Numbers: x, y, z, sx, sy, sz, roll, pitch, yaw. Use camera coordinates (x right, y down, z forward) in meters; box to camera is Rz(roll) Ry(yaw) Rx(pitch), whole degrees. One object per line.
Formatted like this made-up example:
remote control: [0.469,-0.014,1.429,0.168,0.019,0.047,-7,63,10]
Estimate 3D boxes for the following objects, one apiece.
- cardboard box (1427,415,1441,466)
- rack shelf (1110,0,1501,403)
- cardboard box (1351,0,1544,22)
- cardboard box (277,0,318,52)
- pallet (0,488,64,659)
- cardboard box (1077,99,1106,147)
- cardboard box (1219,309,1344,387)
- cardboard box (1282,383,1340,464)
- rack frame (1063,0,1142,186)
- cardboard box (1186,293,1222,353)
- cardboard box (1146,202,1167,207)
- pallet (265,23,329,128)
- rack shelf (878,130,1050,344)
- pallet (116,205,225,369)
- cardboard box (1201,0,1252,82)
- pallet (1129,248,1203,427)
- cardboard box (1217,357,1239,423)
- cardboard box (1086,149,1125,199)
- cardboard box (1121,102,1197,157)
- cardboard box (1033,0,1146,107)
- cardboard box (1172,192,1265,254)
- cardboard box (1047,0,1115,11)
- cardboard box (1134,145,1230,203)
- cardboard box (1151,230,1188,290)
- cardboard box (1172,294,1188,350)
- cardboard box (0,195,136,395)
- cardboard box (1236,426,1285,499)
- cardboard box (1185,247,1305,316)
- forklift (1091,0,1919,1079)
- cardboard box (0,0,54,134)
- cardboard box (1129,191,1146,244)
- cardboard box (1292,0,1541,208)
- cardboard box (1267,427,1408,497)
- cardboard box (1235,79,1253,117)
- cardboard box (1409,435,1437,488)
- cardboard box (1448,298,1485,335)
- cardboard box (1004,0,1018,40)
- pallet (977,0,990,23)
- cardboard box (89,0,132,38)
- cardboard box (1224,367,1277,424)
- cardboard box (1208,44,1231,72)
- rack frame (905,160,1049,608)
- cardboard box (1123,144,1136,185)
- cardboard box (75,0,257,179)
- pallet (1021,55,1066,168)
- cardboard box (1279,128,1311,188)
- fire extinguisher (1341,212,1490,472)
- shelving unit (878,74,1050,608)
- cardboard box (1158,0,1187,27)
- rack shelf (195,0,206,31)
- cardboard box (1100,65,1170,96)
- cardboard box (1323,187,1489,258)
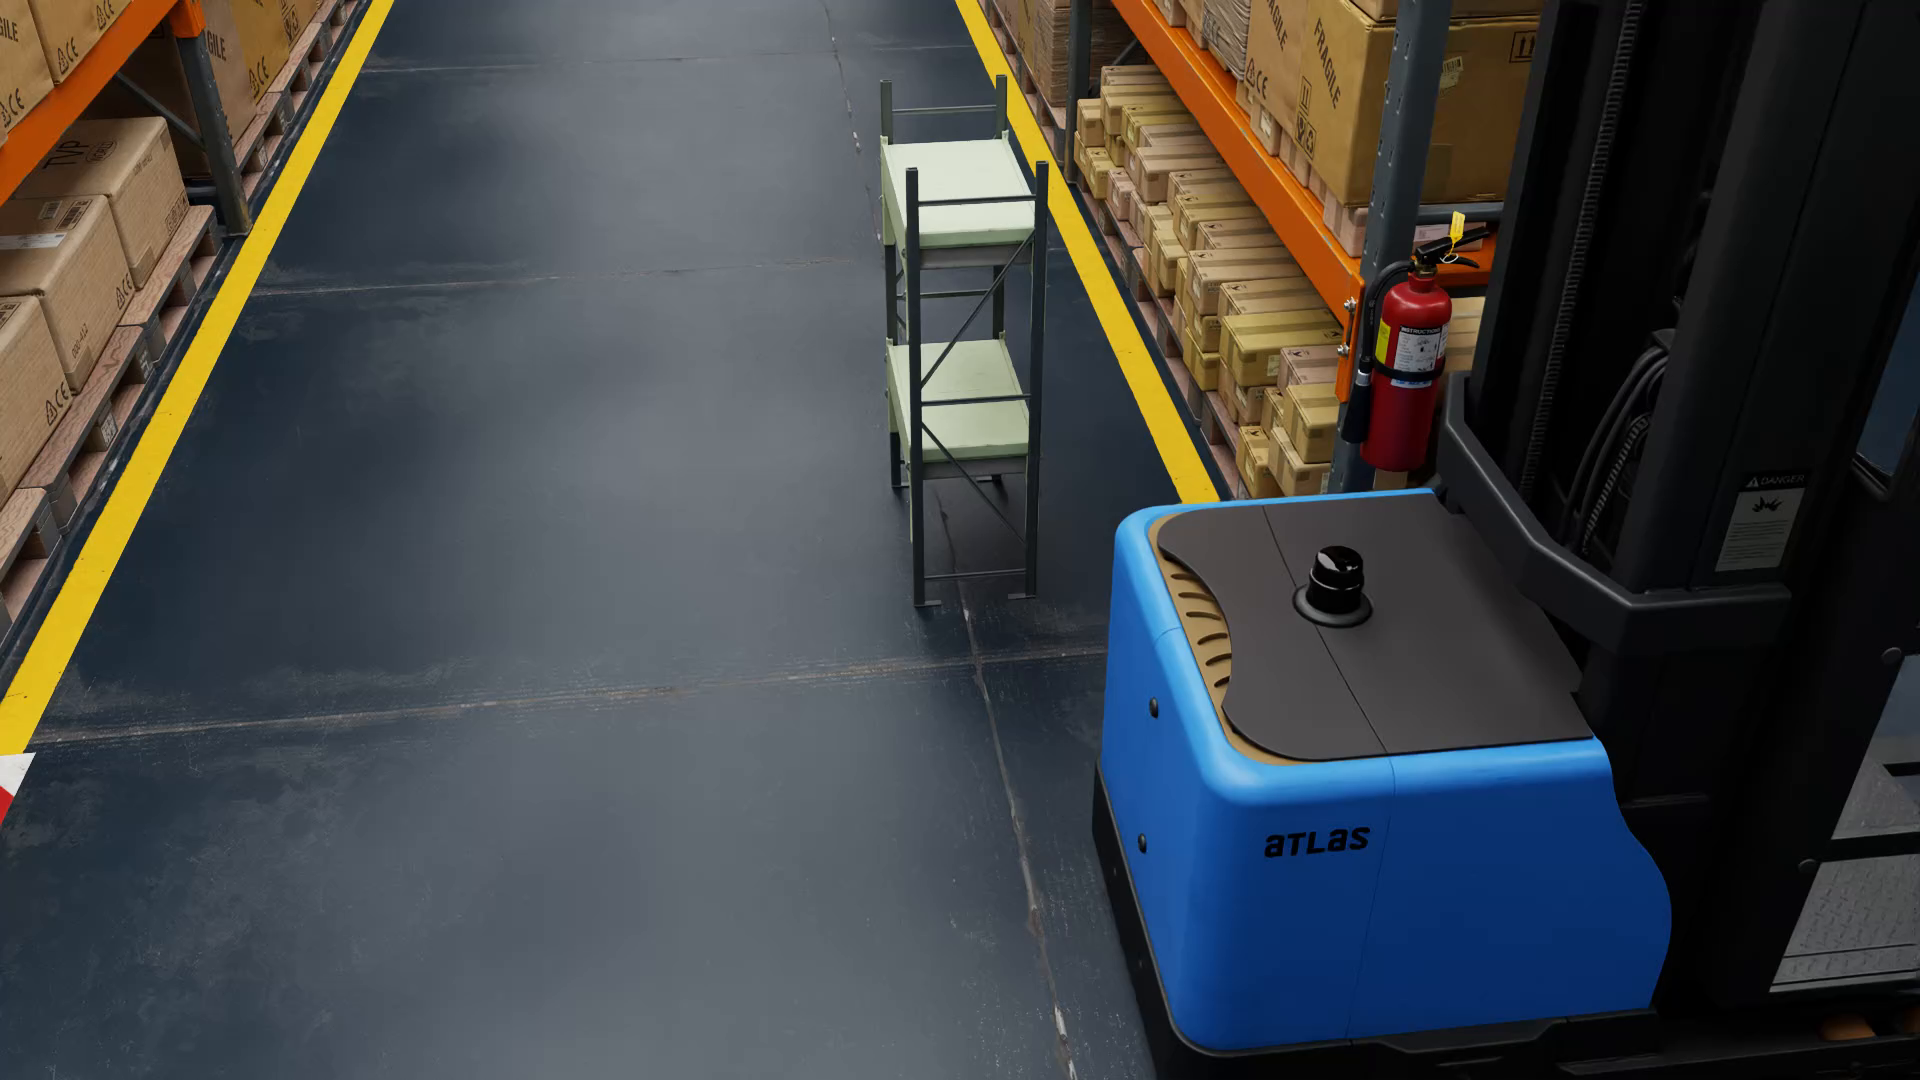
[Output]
cardboard box: [1.752,-0.291,5.408,0.380,0.149,0.250,-3,34,-4]
rack shelf: [1.299,-1.680,6.190,1.077,0.370,4.000,-4,35,-6]
cardboard box: [1.260,-1.675,4.303,0.500,0.500,0.500,-5,35,-7]
cardboard box: [-4.273,-3.300,9.442,0.875,0.875,0.875,-4,34,-6]
pallet: [-3.509,0.283,5.148,1.003,0.211,1.213,-4,35,-6]
cardboard box: [0.762,-1.985,7.893,0.380,0.149,0.250,-3,34,-4]
cardboard box: [1.108,-0.658,5.682,0.380,0.149,0.250,-5,35,-7]
cardboard box: [1.246,-0.378,5.272,0.380,0.149,0.250,-4,34,-6]
rack frame: [1.030,-3.093,7.625,1.000,3.000,0.127,-4,35,-6]
cardboard box: [1.060,-0.830,6.199,0.380,0.149,0.250,-4,34,-6]
cardboard box: [1.000,-1.411,7.051,0.380,0.149,0.250,-3,34,-4]
pallet: [-4.207,-2.617,9.402,1.003,0.211,1.213,-4,35,-6]
rack shelf: [-0.001,-0.946,5.113,0.431,0.370,0.720,-4,35,-6]
pallet: [-3.837,-1.079,7.146,1.003,0.211,1.213,-4,35,-6]
cardboard box: [1.111,-1.826,5.413,0.500,0.500,0.500,-4,35,-6]
pallet: [1.323,-0.886,6.863,1.003,0.211,1.213,-4,35,-6]
cardboard box: [1.159,-0.561,6.068,0.380,0.149,0.250,-4,34,-6]
cardboard box: [0.796,-1.712,7.758,0.380,0.149,0.250,-3,34,-5]
cardboard box: [0.932,-1.831,7.403,0.380,0.149,0.250,-5,35,-7]
cardboard box: [0.681,-2.628,8.789,0.500,0.500,0.500,-5,35,-7]
cardboard box: [1.056,-1.252,6.554,0.380,0.149,0.250,-4,34,-6]
cardboard box: [0.679,-2.940,8.581,0.500,0.250,0.500,-5,35,-8]
cardboard box: [0.943,-1.539,6.975,0.380,0.149,0.250,-4,34,-5]
cardboard box: [0.979,-1.126,6.633,0.380,0.149,0.250,-4,34,-6]
cardboard box: [1.046,-0.852,6.496,0.380,0.149,0.250,-4,34,-5]
cardboard box: [-3.762,-0.918,6.336,0.875,0.438,0.875,-5,35,-8]
cardboard box: [1.155,-0.270,5.641,0.380,0.149,0.250,-3,34,-5]
cardboard box: [1.045,-0.953,6.115,0.380,0.149,0.250,-3,34,-5]
forklift: [1.910,-0.236,3.494,3.031,2.935,1.130,-4,34,-6]
cardboard box: [-3.334,-1.604,5.351,0.500,0.500,0.500,-3,34,-5]
cardboard box: [0.965,-1.440,7.358,0.380,0.149,0.250,-5,35,-7]
cardboard box: [1.252,-1.256,4.577,0.500,0.500,0.500,-4,34,-5]
cardboard box: [1.214,-0.252,5.351,0.380,0.149,0.250,-5,35,-8]
cardboard box: [1.135,-1.488,5.493,0.380,0.149,0.250,-6,35,-8]
cardboard box: [1.698,-0.313,5.704,0.380,0.149,0.250,-5,35,-7]
cardboard box: [1.771,-0.715,5.766,0.380,0.149,0.250,-4,35,-7]
cardboard box: [0.547,-3.200,9.629,0.500,0.500,0.500,-5,35,-7]
pallet: [0.596,-3.737,11.046,1.003,0.211,1.213,-4,35,-6]
cardboard box: [-3.471,-2.177,6.192,0.500,0.500,0.500,-5,35,-8]
cardboard box: [1.142,-0.542,5.776,0.380,0.149,0.250,-6,35,-8]
cardboard box: [1.106,-1.790,5.936,0.380,0.149,0.250,-4,34,-6]
rack frame: [0.048,-0.419,5.033,0.400,1.500,0.023,-4,35,-6]
cardboard box: [0.953,-1.717,7.501,0.380,0.149,0.250,-5,35,-7]
cardboard box: [-4.024,-2.297,7.971,0.875,0.875,0.875,-3,34,-5]
pallet: [0.924,-2.375,9.048,1.003,0.211,1.213,-4,35,-6]
cardboard box: [1.199,-1.198,5.067,0.380,0.149,0.250,-5,35,-7]
fire extinguisher: [1.144,-0.499,4.219,0.296,0.674,0.183,-4,35,-6]
shelving unit: [-0.001,-0.623,5.333,0.431,1.500,0.755,-4,35,-6]
cardboard box: [0.969,-2.075,6.354,0.380,0.149,0.250,-3,34,-4]
rack shelf: [-4.131,-3.480,8.832,1.077,0.370,4.000,-4,35,-6]
cardboard box: [0.871,-2.126,7.837,0.380,0.149,0.250,-3,34,-4]
cardboard box: [1.244,-0.918,4.656,0.380,0.149,0.250,-4,35,-6]
